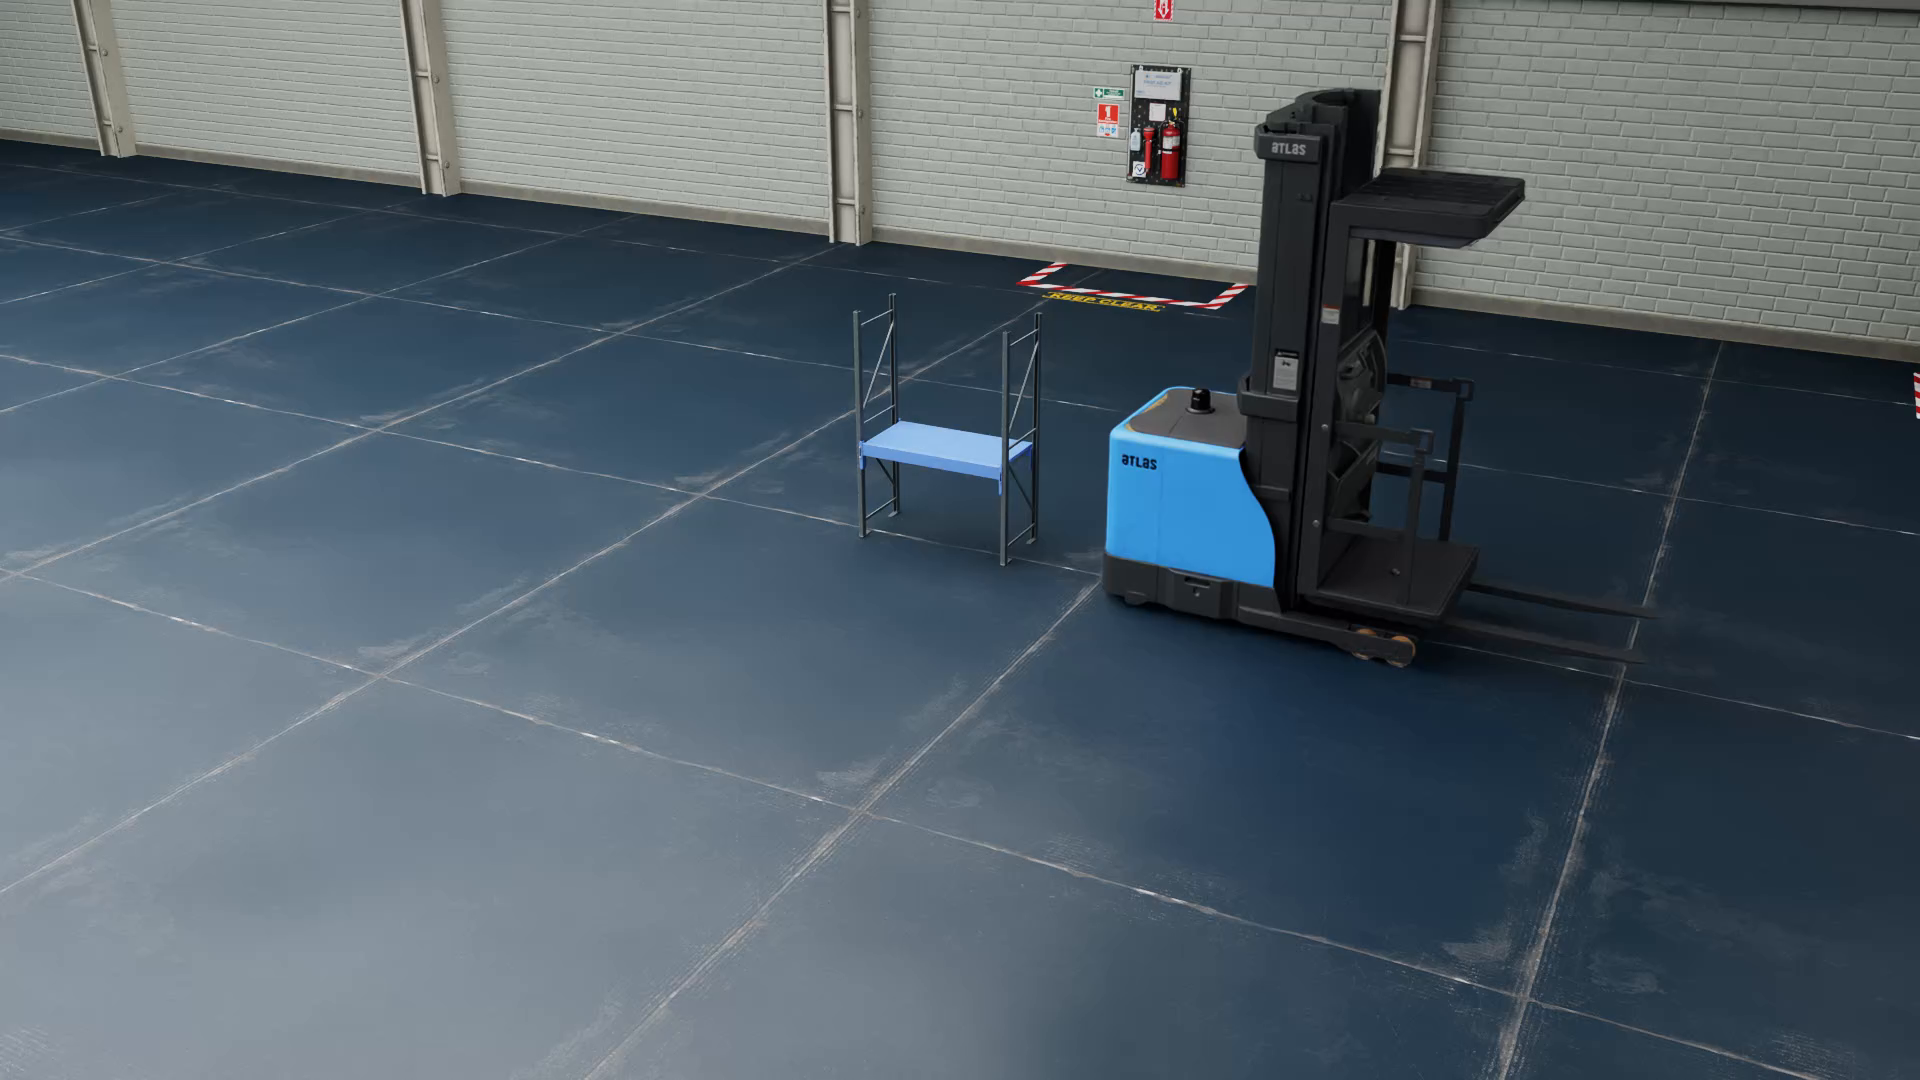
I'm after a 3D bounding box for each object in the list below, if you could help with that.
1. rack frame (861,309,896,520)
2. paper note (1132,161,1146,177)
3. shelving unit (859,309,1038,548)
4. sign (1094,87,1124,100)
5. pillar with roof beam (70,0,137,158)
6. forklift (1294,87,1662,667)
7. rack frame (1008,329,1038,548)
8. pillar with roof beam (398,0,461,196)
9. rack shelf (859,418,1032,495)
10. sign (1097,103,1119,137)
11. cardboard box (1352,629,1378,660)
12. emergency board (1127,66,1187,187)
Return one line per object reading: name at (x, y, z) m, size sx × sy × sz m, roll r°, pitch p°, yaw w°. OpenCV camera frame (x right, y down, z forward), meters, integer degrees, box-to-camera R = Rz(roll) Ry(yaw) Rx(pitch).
rack frame at (-0.531, -0.794, 10.702) m, size 0.013 × 1.308 × 0.475 m, roll 11°, pitch 25°, yaw 25°
paper note at (1.825, -3.768, 16.903) m, size 0.142 × 0.148 × 0.016 m, roll 11°, pitch 25°, yaw 25°
shelving unit at (-0.076, -0.705, 10.492) m, size 1.030 × 1.308 × 0.538 m, roll 11°, pitch 25°, yaw 25°
sign at (1.505, -4.508, 16.795) m, size 0.331 × 0.109 × 0.001 m, roll 11°, pitch 25°, yaw 25°
pillar with roof beam at (-13.866, -8.104, 18.307) m, size 0.400 × 9.000 × 9.100 m, roll 11°, pitch 25°, yaw 25°
forklift at (2.391, -0.889, 9.096) m, size 3.031 × 2.935 × 1.121 m, roll 12°, pitch 26°, yaw 25°
rack frame at (0.377, -0.615, 10.279) m, size 0.013 × 1.308 × 0.475 m, roll 11°, pitch 25°, yaw 25°
pillar with roof beam at (-8.512, -7.044, 15.816) m, size 0.400 × 9.000 × 9.100 m, roll 11°, pitch 25°, yaw 25°
rack shelf at (-0.076, -0.540, 10.562) m, size 1.000 × 0.185 × 0.538 m, roll 11°, pitch 25°, yaw 25°
sign at (1.504, -4.268, 16.908) m, size 0.234 × 0.329 × 0.001 m, roll 11°, pitch 25°, yaw 25°
cardboard box at (2.239, 0.575, 9.198) m, size 0.160 × 0.156 × 0.130 m, roll 11°, pitch 25°, yaw 24°
emergency board at (1.954, -4.117, 16.598) m, size 0.636 × 1.158 × 0.192 m, roll 11°, pitch 25°, yaw 25°
